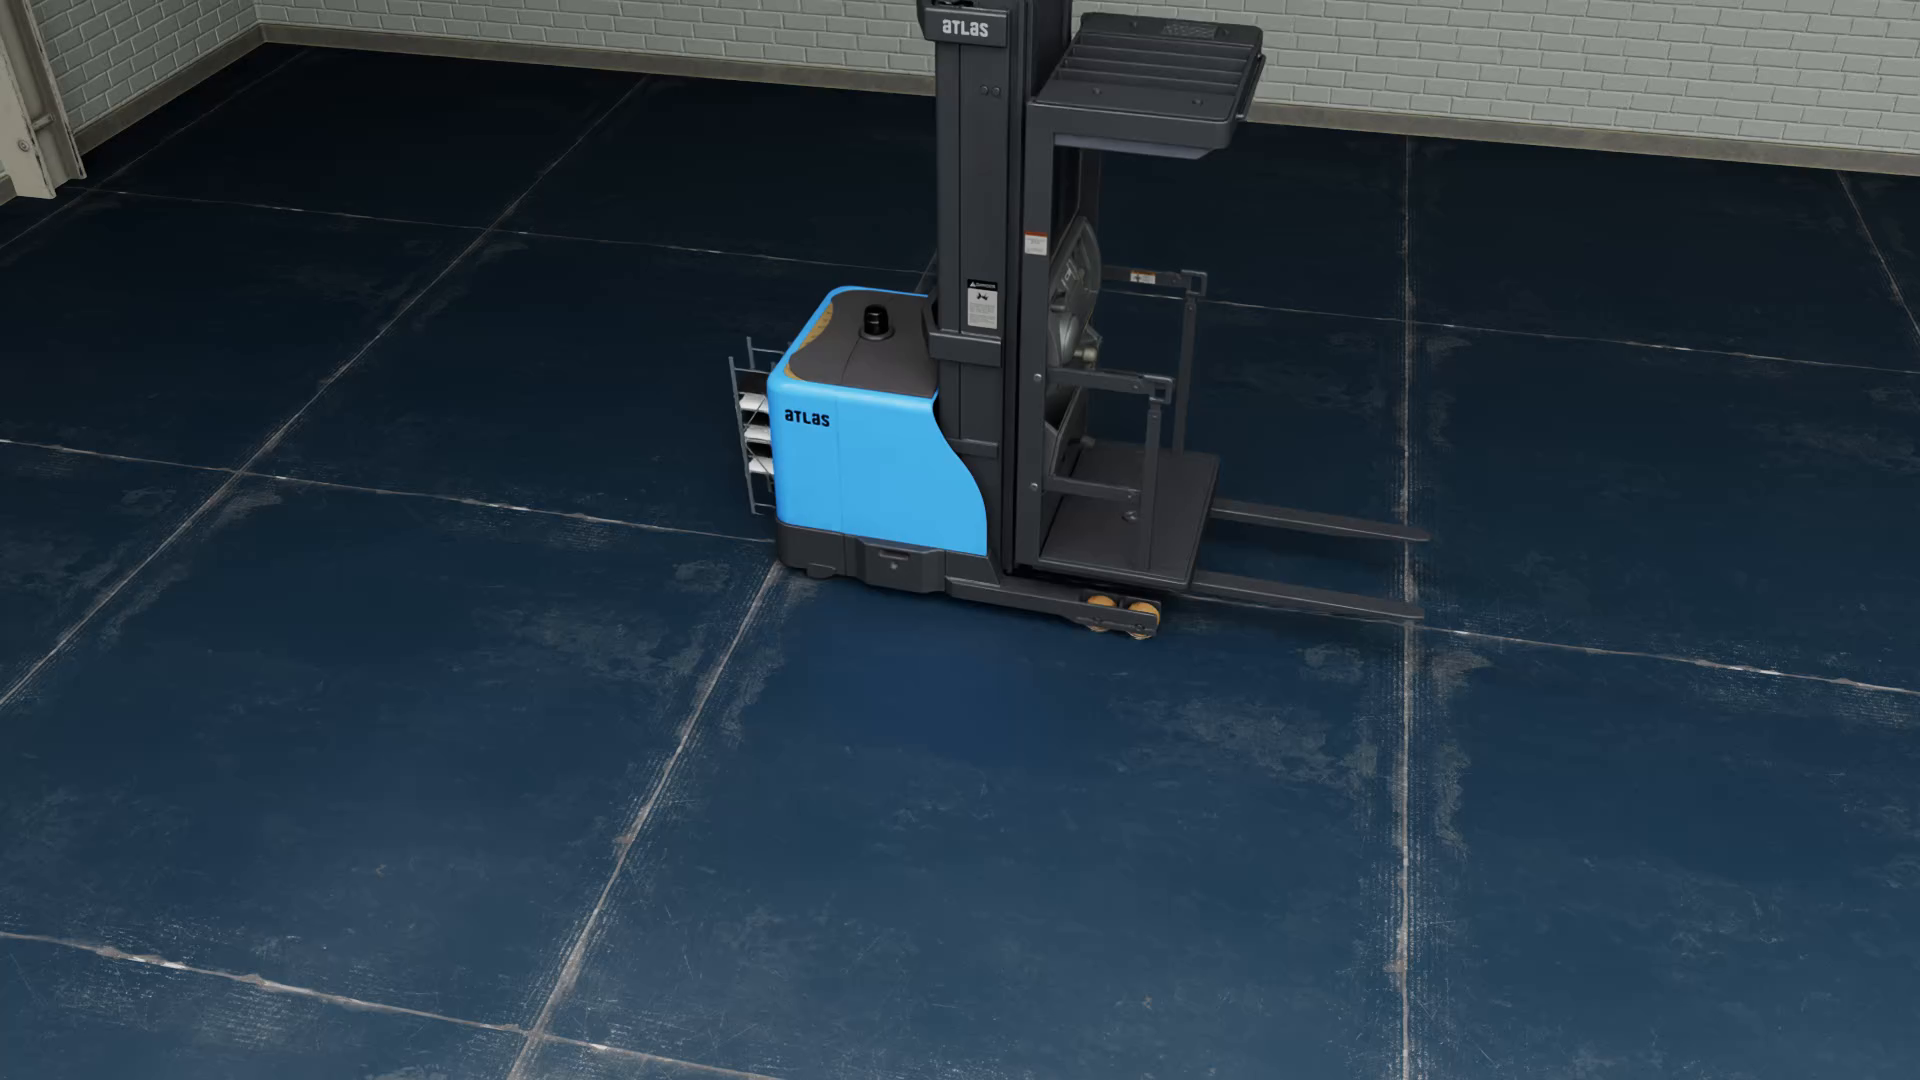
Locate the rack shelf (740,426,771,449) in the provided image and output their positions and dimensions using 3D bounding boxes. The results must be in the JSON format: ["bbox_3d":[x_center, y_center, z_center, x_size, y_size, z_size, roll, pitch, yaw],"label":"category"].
[{"bbox_3d":[-0.930,-0.517,8.241,0.258,0.077,0.200,9,37,17],"label":"rack shelf"}]

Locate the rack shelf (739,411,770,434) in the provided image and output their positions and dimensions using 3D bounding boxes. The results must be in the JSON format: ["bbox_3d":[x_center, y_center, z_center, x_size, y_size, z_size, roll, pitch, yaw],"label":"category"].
[{"bbox_3d":[-0.935,-0.591,8.189,0.258,0.077,0.200,9,37,17],"label":"rack shelf"}]

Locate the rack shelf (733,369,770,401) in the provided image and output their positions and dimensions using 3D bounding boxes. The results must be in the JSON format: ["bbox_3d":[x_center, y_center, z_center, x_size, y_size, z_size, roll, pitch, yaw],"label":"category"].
[{"bbox_3d":[-0.944,-0.738,8.087,0.258,0.077,0.200,9,37,17],"label":"rack shelf"}]

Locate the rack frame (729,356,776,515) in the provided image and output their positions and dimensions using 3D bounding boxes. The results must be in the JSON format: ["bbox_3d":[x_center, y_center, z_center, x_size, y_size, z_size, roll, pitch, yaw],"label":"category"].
[{"bbox_3d":[-0.964,-0.488,8.144,0.240,0.900,0.006,9,37,17],"label":"rack frame"}]

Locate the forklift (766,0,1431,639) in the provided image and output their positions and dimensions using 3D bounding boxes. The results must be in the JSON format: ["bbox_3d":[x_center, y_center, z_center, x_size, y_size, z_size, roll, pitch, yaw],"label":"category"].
[{"bbox_3d":[0.691,-1.082,7.245,3.031,2.935,1.130,9,37,12],"label":"forklift"}]

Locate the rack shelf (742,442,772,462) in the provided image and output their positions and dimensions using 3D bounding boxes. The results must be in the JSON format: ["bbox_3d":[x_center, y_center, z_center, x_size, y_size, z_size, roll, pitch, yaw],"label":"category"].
[{"bbox_3d":[-0.925,-0.443,8.292,0.258,0.077,0.200,9,37,17],"label":"rack shelf"}]

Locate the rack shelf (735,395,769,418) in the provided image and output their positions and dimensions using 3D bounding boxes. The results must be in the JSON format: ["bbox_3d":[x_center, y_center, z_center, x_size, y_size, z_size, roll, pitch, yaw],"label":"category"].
[{"bbox_3d":[-0.940,-0.665,8.138,0.258,0.077,0.200,9,37,17],"label":"rack shelf"}]

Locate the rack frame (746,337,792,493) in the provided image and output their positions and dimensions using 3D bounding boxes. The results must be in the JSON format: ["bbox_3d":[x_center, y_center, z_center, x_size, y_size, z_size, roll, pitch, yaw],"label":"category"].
[{"bbox_3d":[-0.899,-0.601,8.300,0.240,0.900,0.006,9,37,17],"label":"rack frame"}]

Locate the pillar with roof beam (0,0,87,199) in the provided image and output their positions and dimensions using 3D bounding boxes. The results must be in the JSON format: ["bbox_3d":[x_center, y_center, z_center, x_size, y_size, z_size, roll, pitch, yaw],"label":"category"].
[{"bbox_3d":[-2.187,-5.596,8.304,9.100,9.000,0.400,7,37,10],"label":"pillar with roof beam"}]

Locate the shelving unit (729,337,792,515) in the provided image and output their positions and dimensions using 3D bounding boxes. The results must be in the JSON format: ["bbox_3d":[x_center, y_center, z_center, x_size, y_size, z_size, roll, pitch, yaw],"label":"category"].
[{"bbox_3d":[-0.932,-0.544,8.222,0.258,0.900,0.210,9,37,17],"label":"shelving unit"}]

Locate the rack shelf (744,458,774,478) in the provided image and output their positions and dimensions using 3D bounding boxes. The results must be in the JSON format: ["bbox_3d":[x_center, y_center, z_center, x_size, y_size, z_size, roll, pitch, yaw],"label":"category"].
[{"bbox_3d":[-0.921,-0.369,8.344,0.258,0.077,0.200,9,37,17],"label":"rack shelf"}]
